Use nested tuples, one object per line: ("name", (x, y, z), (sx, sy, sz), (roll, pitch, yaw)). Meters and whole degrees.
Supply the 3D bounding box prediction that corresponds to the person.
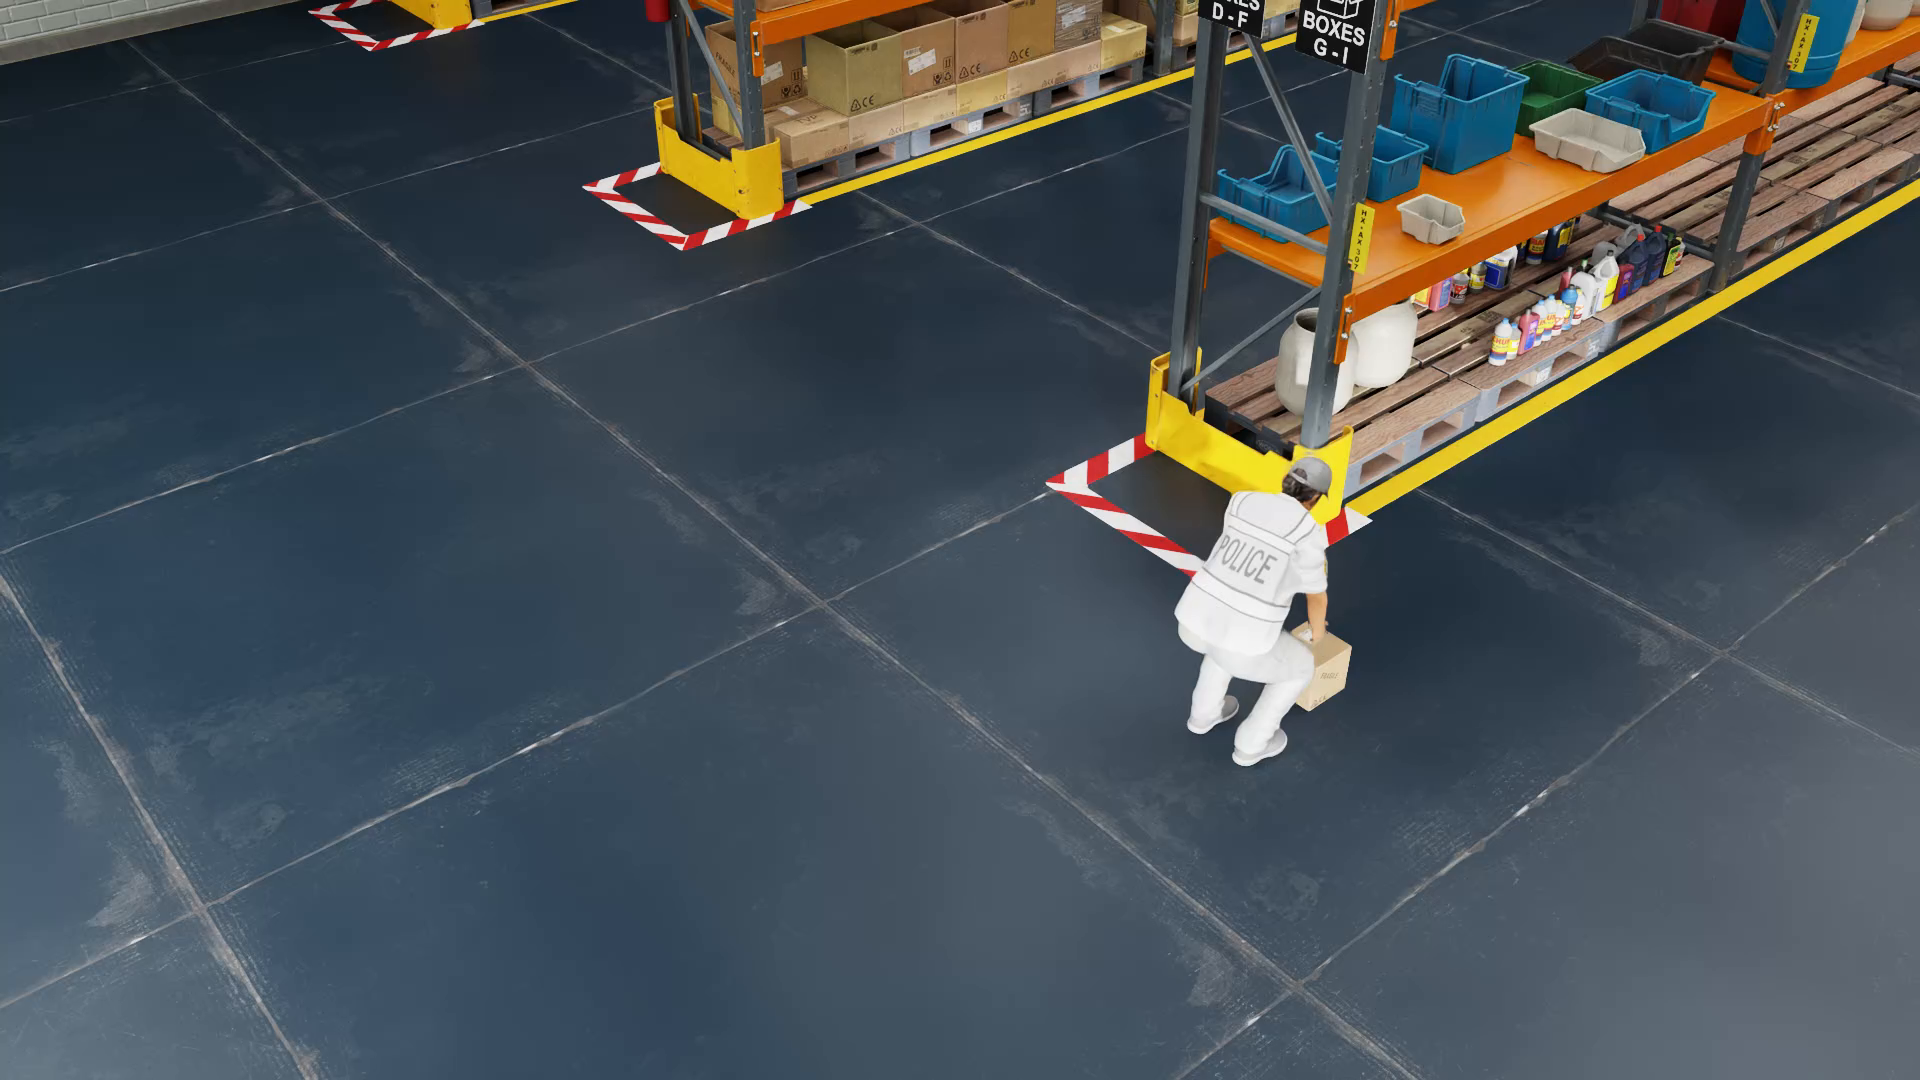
("person", (1.239, 0.306, 7.001), (0.786, 1.265, 0.540), (-26, 44, -31))
